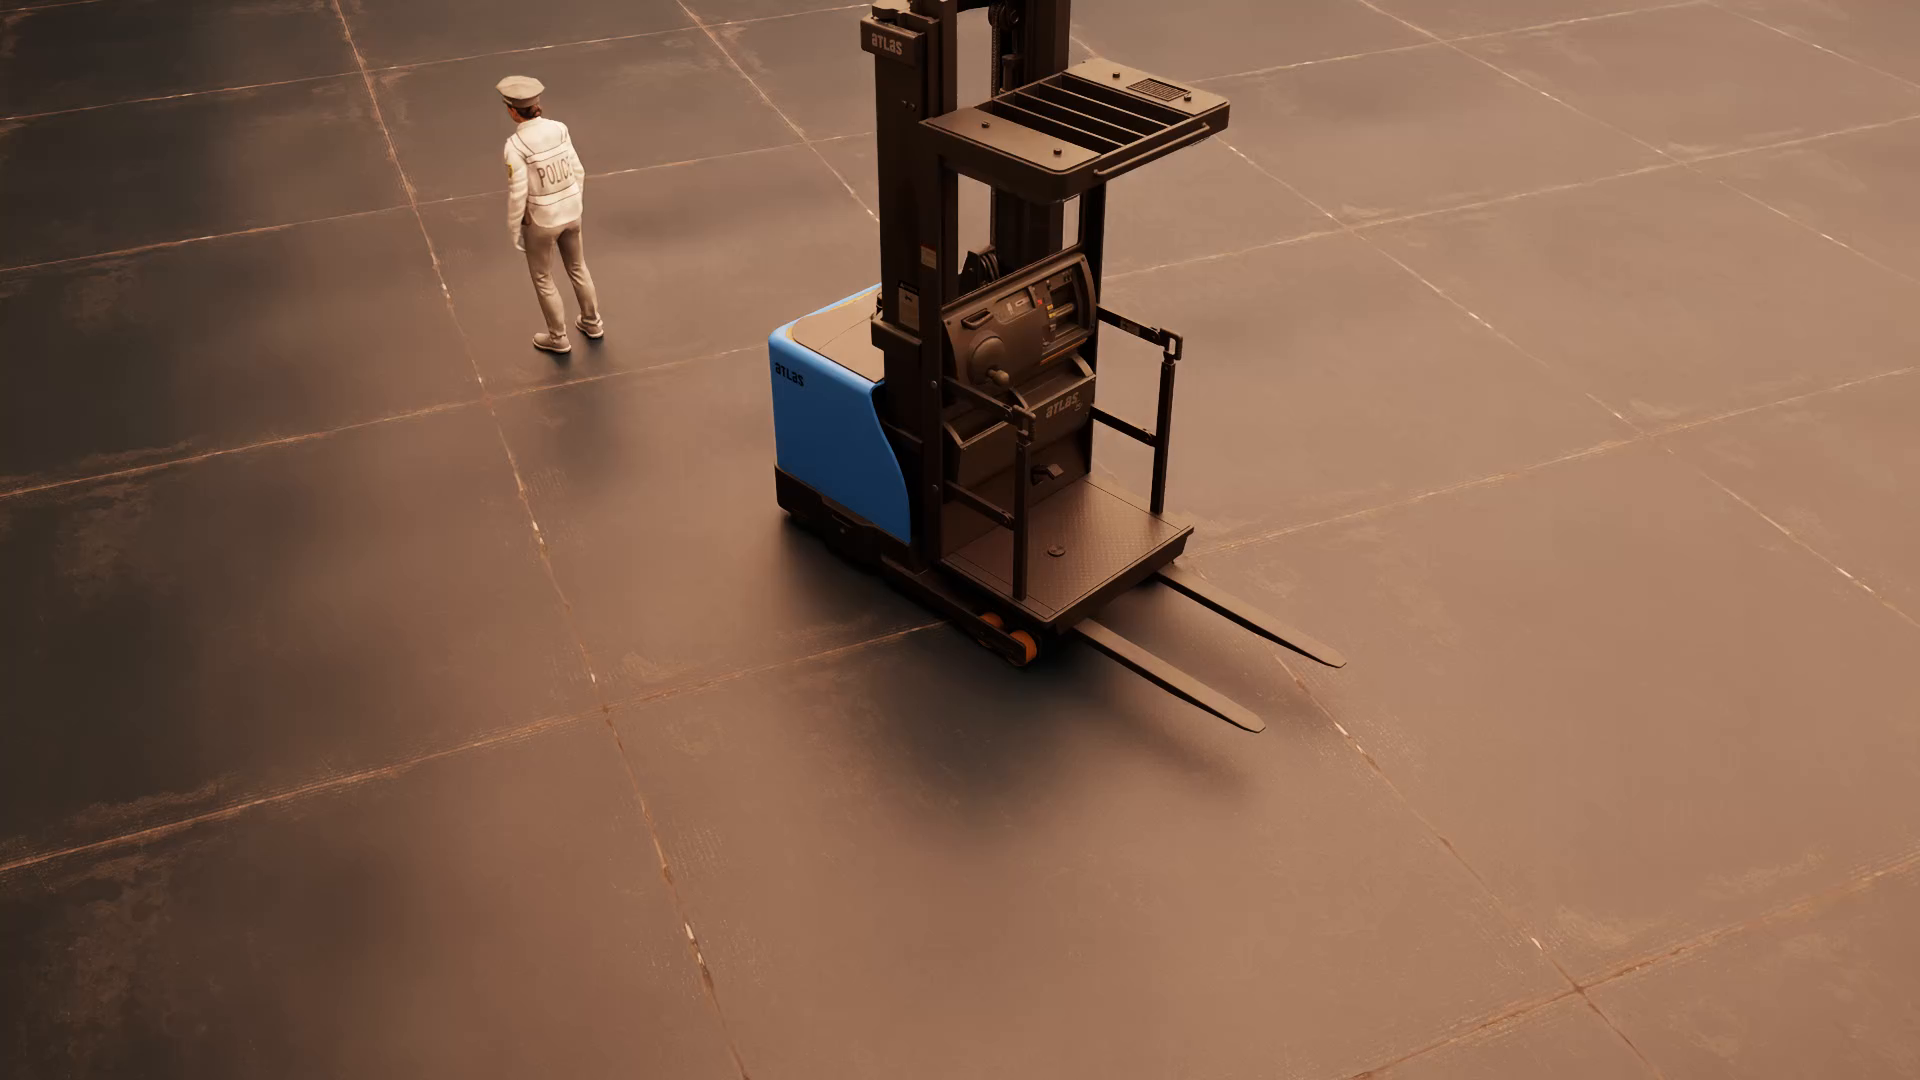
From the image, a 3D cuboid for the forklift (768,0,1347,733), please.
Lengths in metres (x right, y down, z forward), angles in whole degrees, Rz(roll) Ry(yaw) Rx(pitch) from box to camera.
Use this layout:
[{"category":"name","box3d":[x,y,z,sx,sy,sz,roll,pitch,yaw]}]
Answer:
[{"category":"forklift","box3d":[0.432,-0.946,7.429,3.031,2.935,1.130,30,45,35]}]

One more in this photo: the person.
[{"category":"person","box3d":[-2.443,-1.909,9.875,0.369,1.667,0.547,26,43,32]}]
